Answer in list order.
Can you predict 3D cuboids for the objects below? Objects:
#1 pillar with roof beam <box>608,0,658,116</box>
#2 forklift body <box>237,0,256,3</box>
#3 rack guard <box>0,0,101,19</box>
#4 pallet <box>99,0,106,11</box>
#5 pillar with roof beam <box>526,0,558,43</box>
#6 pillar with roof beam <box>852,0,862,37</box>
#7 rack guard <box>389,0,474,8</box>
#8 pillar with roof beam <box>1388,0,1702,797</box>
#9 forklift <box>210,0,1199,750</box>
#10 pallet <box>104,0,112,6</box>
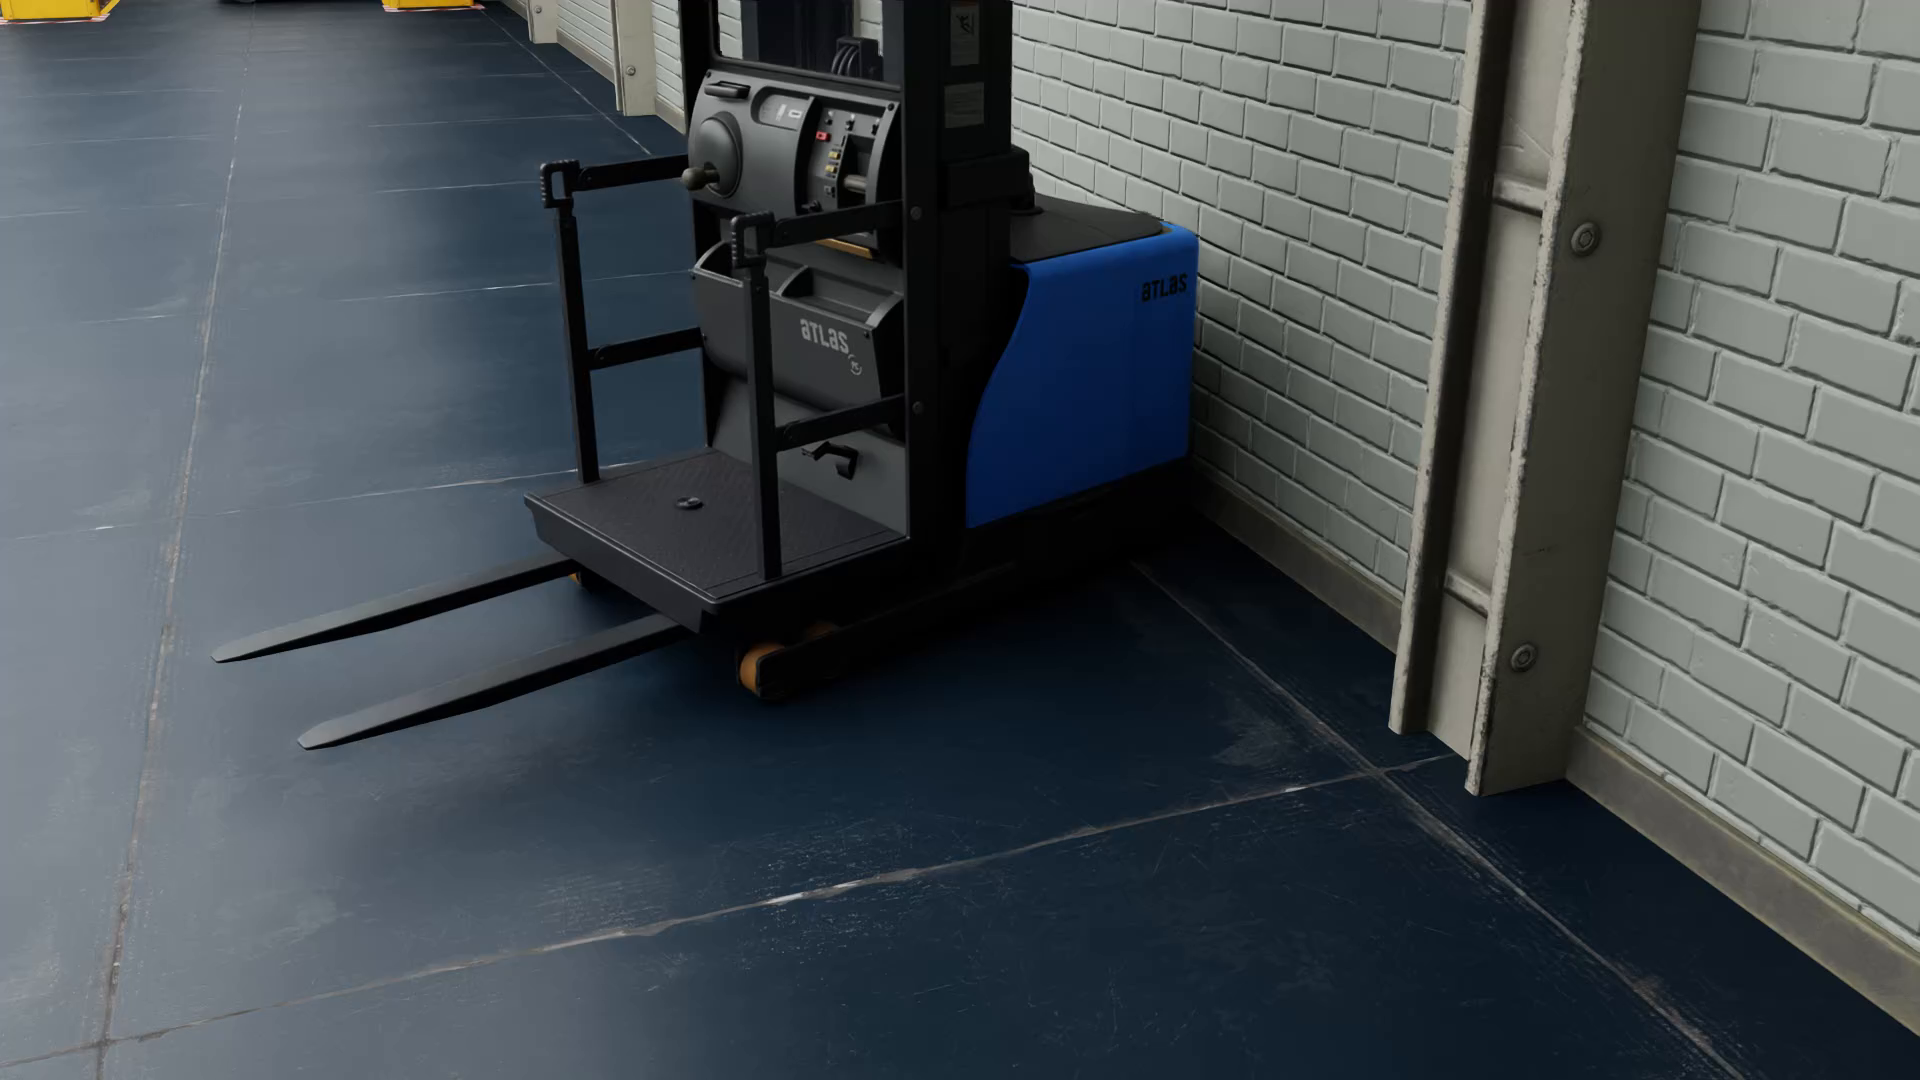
[{"bbox_3d":[-6.885,-7.358,11.622,9.100,9.000,0.400,-8,24,-19],"label":"pillar with roof beam"},{"bbox_3d":[-10.071,-9.216,24.846,2.313,2.155,1.214,-8,24,-19],"label":"forklift body"},{"bbox_3d":[-12.364,-7.361,22.572,1.175,0.500,0.348,-8,24,-19],"label":"rack guard"},{"bbox_3d":[-12.617,-7.528,23.340,1.003,0.211,1.213,-8,24,-19],"label":"pallet"},{"bbox_3d":[-9.005,-9.538,16.795,9.100,9.000,0.400,-8,24,-19],"label":"pillar with roof beam"},{"bbox_3d":[-4.766,-5.178,6.450,9.100,9.000,0.400,-8,24,-19],"label":"pillar with roof beam"},{"bbox_3d":[-7.686,-8.008,24.105,1.175,0.500,0.348,-8,24,-19],"label":"rack guard"},{"bbox_3d":[-2.646,-2.998,1.277,9.100,9.000,0.400,-8,24,-19],"label":"pillar with roof beam"},{"bbox_3d":[-0.651,-1.129,4.656,3.031,2.935,1.130,-19,29,-37],"label":"forklift"},{"bbox_3d":[-13.045,-7.971,24.390,1.003,0.211,1.213,-8,24,-19],"label":"pallet"}]
